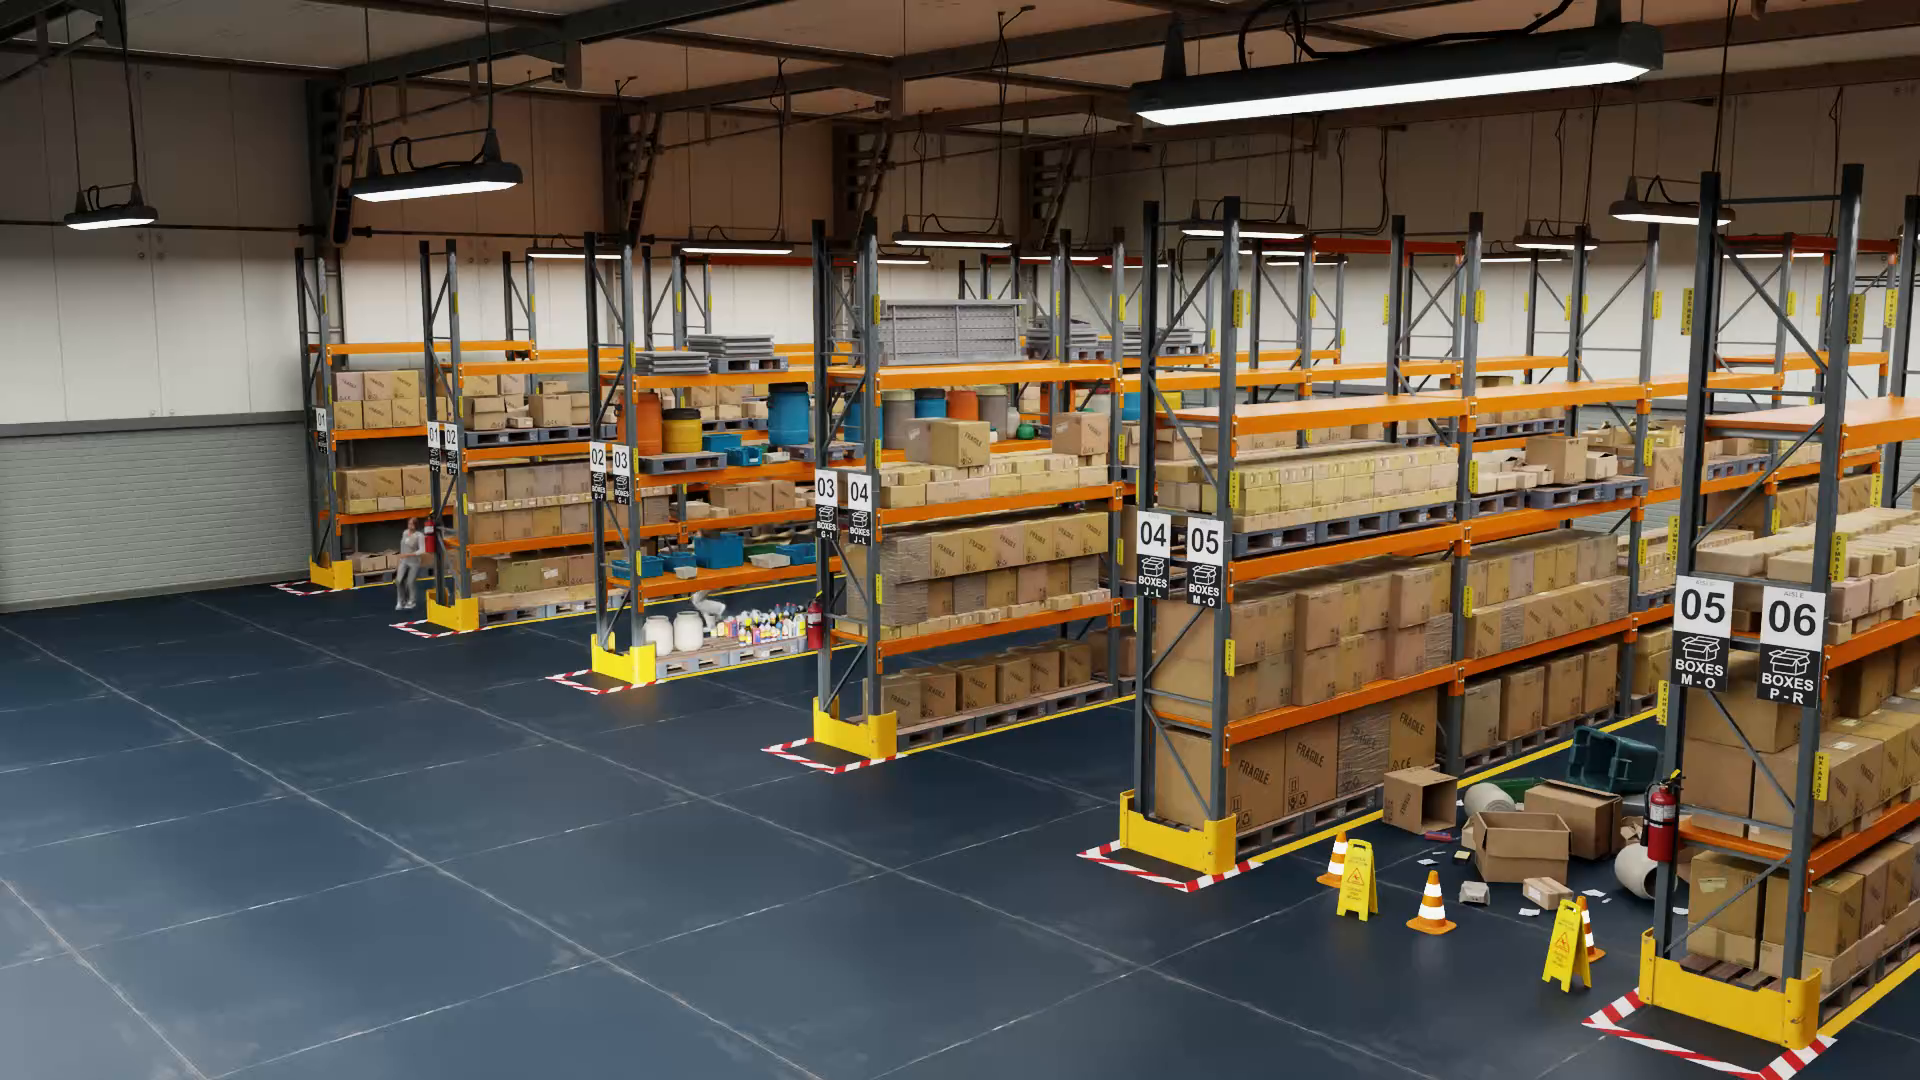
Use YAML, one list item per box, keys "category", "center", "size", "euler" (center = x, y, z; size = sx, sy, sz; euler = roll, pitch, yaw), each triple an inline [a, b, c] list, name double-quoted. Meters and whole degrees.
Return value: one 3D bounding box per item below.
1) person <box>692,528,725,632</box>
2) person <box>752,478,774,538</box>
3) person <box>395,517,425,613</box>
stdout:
- category: "person"
  center: [-3.925, 0.634, 25.573]
  size: [0.624, 1.620, 0.596]
  euler: [-5, 10, -31]
- category: "person"
  center: [-3.777, -0.396, 32.501]
  size: [0.829, 1.665, 0.629]
  euler: [-7, 11, -40]
- category: "person"
  center: [-9.009, 0.402, 27.276]
  size: [0.548, 1.582, 0.609]
  euler: [1, 8, 9]
